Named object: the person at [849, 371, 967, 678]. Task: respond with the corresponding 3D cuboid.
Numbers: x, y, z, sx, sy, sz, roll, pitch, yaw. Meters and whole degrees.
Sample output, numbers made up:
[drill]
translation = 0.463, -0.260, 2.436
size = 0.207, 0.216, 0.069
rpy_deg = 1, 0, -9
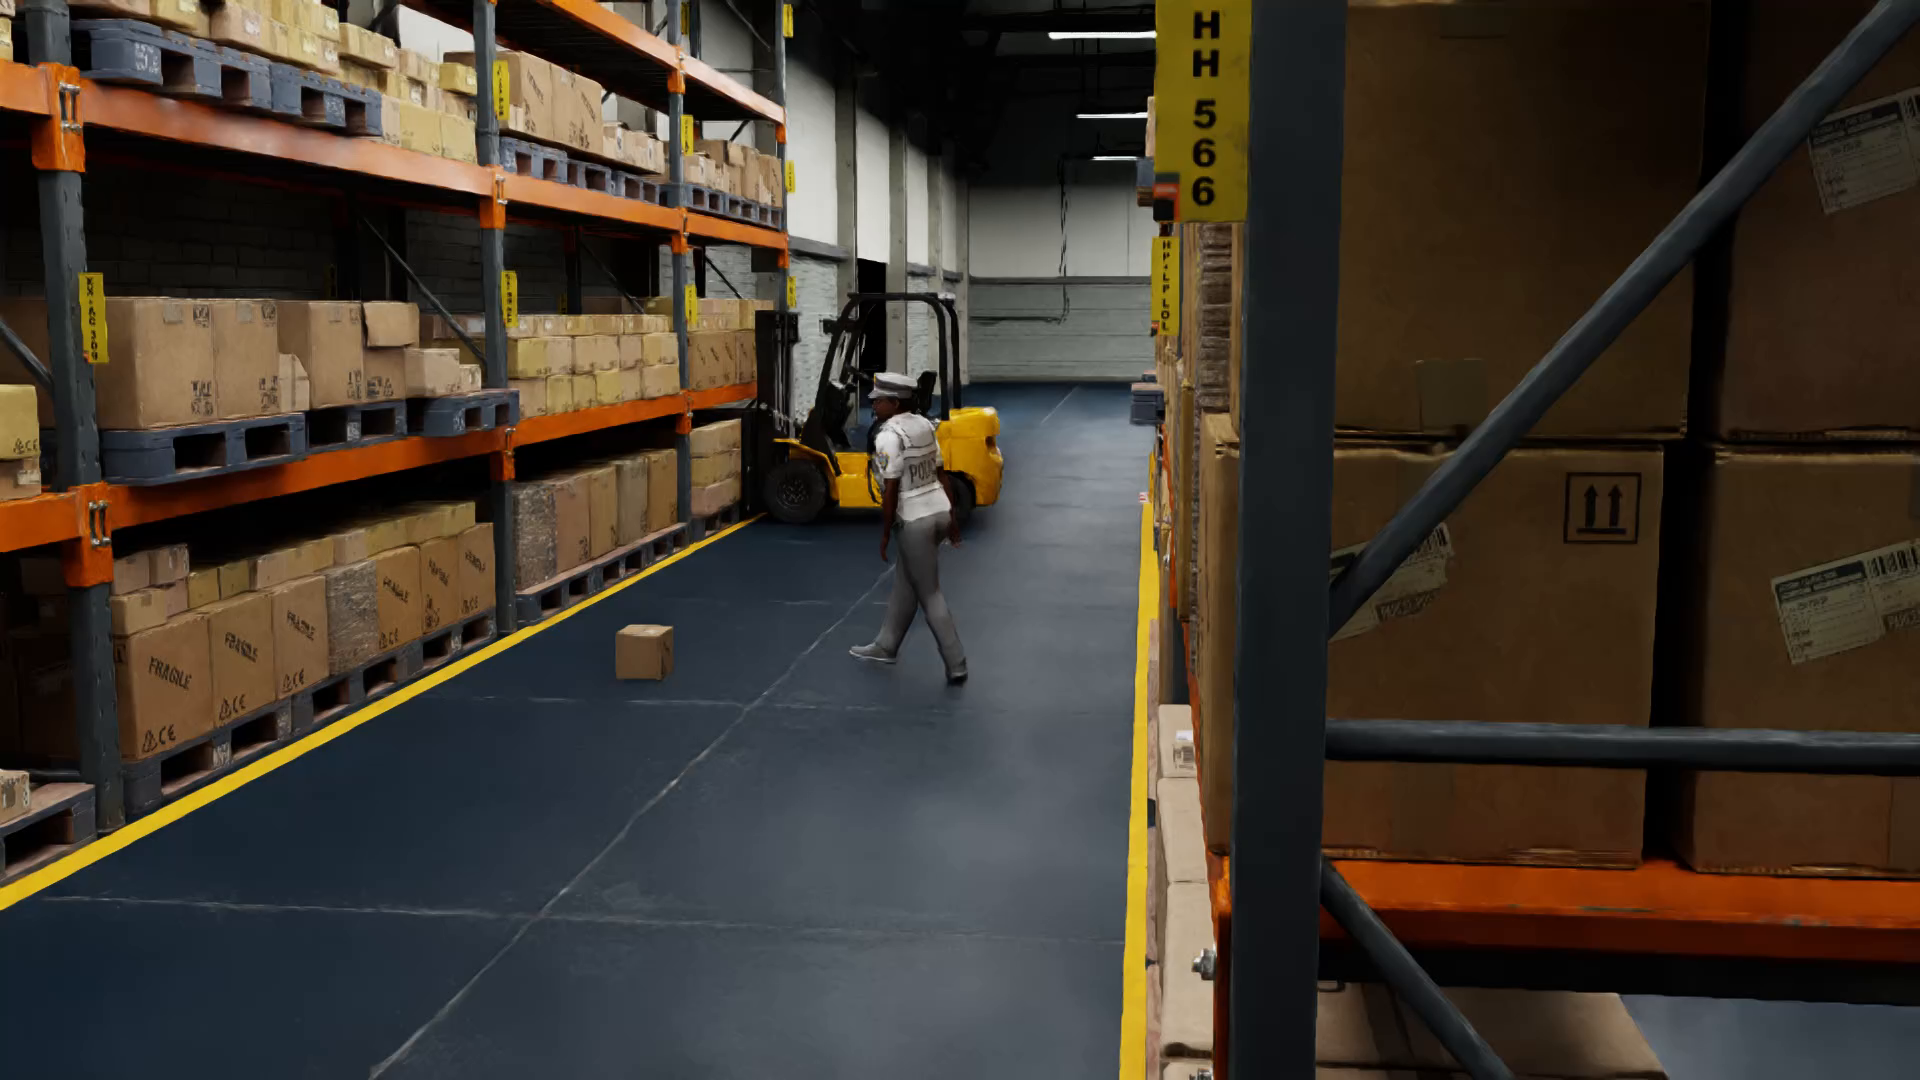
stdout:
[person]
translation = -0.320, -0.080, 8.906
size = 0.761, 1.645, 0.532
rpy_deg = 5, 9, 33
